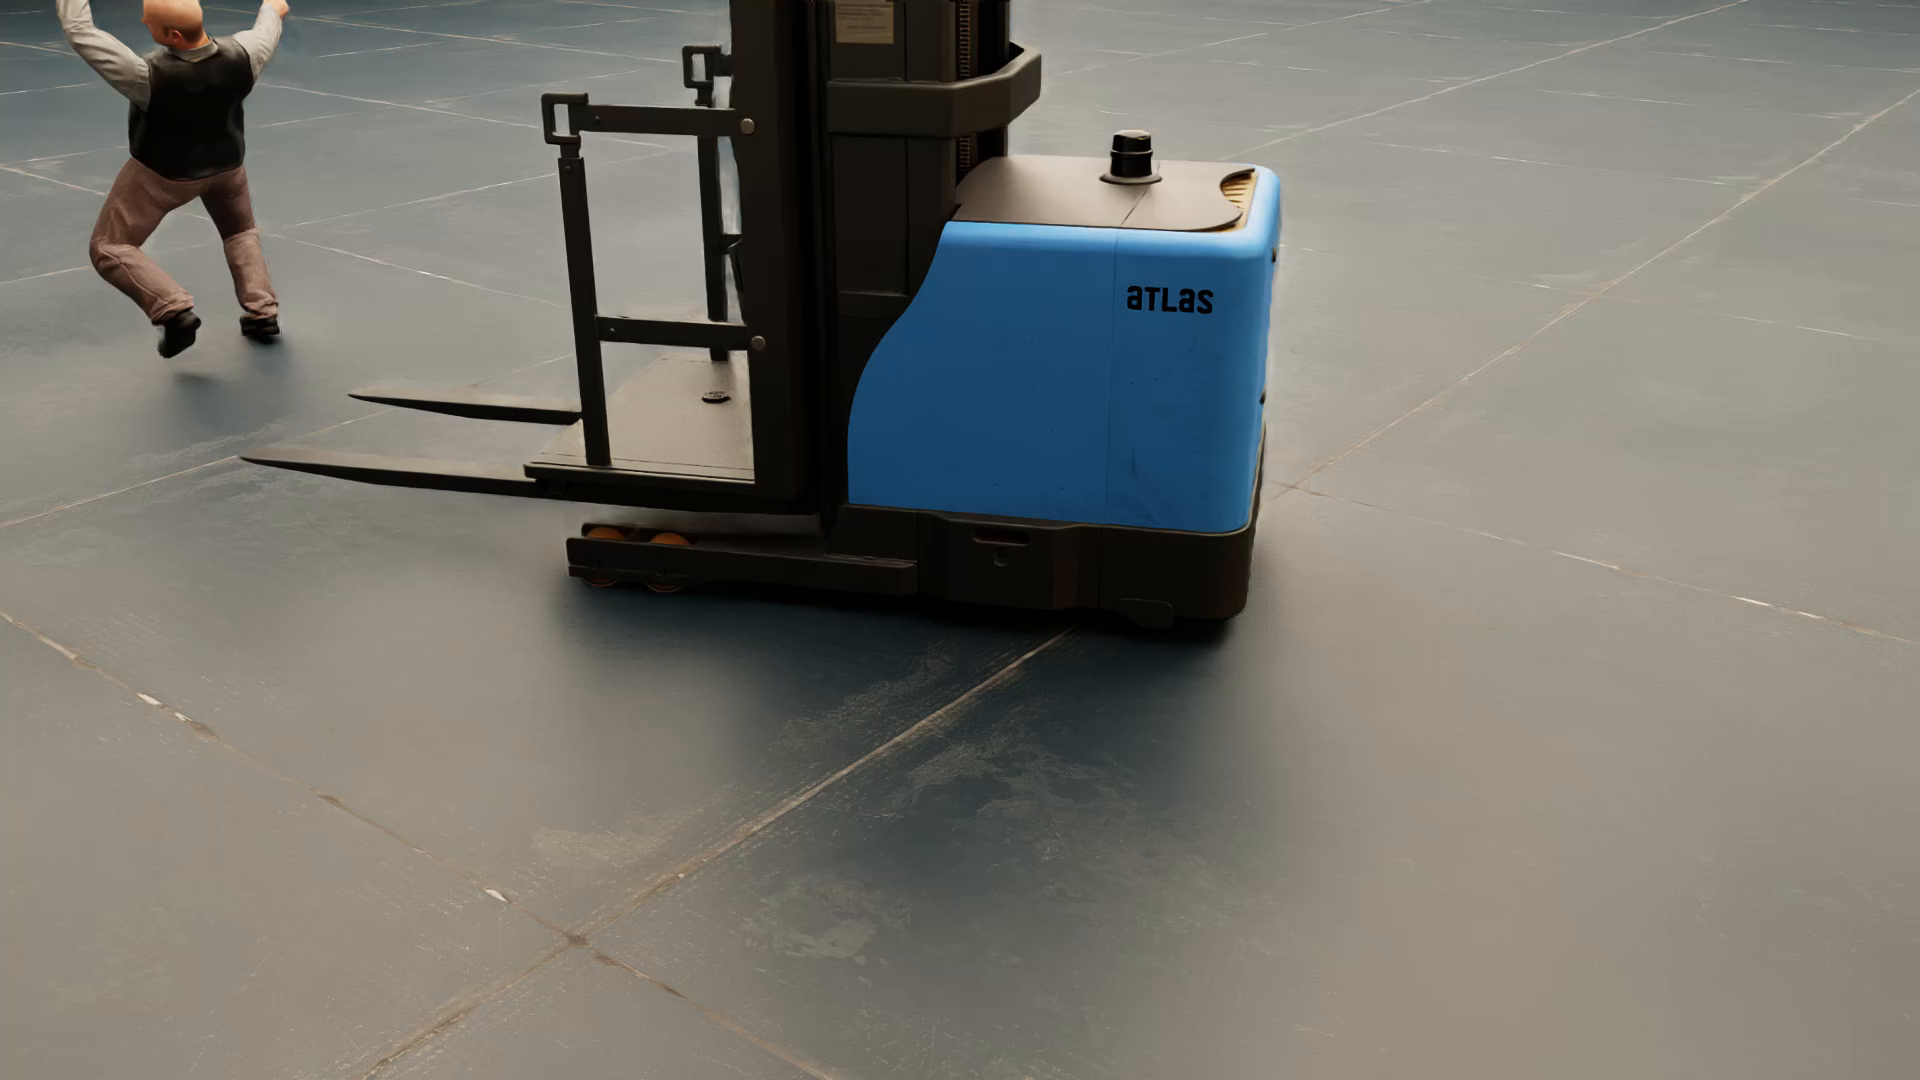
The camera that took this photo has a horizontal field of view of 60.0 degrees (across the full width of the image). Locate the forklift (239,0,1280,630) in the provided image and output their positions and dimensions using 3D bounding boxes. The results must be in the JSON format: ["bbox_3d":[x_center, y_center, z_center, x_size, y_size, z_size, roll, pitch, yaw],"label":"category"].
[{"bbox_3d":[-0.634,-1.394,4.544,3.031,2.935,1.130,5,24,11],"label":"forklift"}]

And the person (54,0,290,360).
[{"bbox_3d":[-2.926,-1.572,6.638,0.666,1.569,1.038,14,27,29],"label":"person"}]
